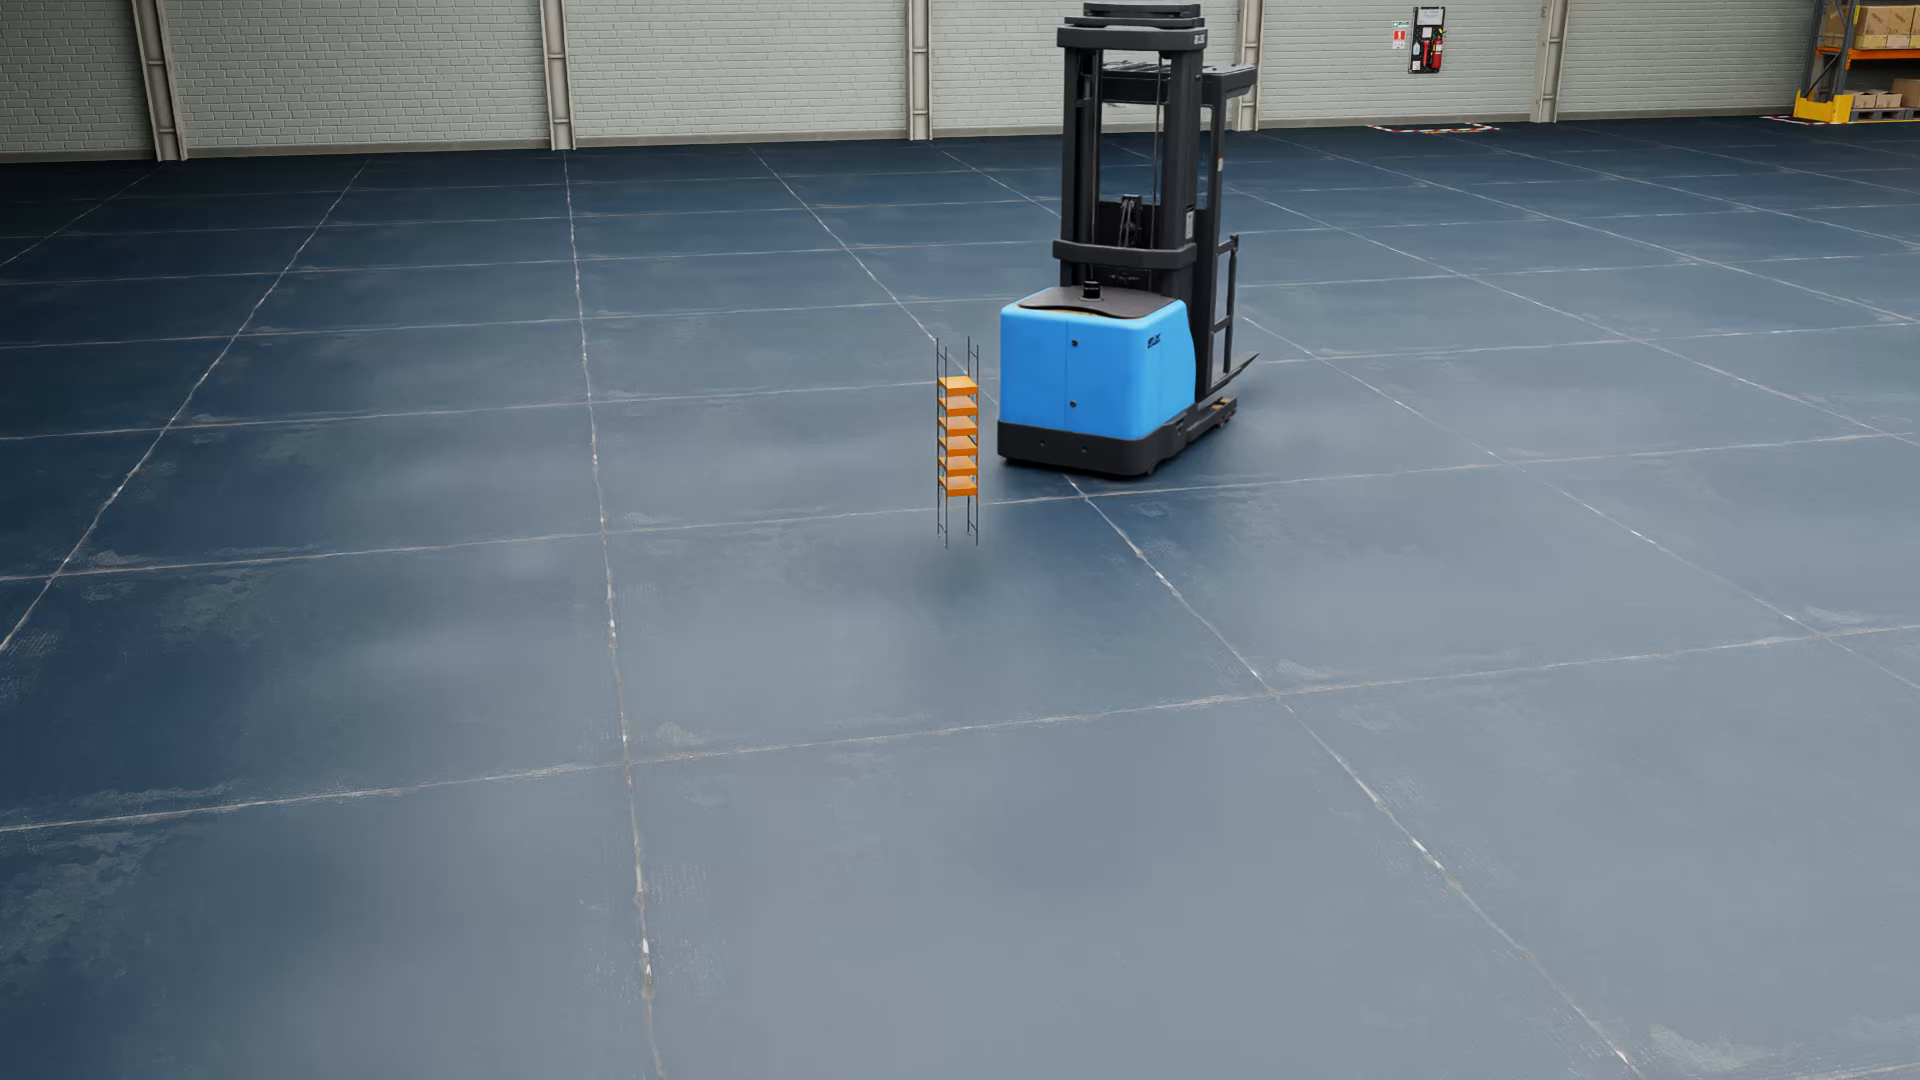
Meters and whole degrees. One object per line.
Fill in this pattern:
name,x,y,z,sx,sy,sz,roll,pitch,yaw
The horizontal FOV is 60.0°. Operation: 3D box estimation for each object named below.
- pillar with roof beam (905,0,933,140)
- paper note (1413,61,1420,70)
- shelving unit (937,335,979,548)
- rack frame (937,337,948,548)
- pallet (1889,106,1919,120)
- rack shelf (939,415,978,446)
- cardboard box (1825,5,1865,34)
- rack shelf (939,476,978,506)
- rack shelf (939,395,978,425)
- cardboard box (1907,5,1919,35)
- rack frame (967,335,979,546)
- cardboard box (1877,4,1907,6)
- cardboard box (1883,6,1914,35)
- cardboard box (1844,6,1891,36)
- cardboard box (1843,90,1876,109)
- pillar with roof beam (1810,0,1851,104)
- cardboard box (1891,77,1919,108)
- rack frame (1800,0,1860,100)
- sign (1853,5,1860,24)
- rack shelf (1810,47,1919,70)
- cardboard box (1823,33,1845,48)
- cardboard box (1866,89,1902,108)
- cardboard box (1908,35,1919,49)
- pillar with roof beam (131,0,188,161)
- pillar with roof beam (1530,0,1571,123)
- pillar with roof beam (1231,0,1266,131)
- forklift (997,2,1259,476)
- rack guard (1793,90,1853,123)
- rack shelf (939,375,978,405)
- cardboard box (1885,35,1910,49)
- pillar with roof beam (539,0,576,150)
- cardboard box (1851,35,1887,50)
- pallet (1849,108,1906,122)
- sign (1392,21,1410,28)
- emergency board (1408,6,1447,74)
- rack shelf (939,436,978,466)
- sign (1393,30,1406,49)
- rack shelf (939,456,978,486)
pillar with roof beam,0.289,-9.719,23.264,0.400,9.000,9.100,-5,21,-12
paper note,8.374,-8.706,30.500,0.142,0.148,0.016,-5,21,-12
shelving unit,-0.014,-0.562,9.605,0.189,1.200,0.258,-5,21,-12
rack frame,-0.103,-0.555,9.585,0.006,1.200,0.240,-5,21,-12
pallet,18.391,-8.267,32.077,1.213,0.211,1.003,-5,21,-12
rack shelf,-0.014,-0.633,9.579,0.180,0.103,0.258,-5,21,-12
cardboard box,16.743,-9.822,31.367,0.500,0.500,0.500,-5,21,-13
rack shelf,-0.014,-0.295,9.703,0.180,0.103,0.258,-5,21,-12
rack shelf,-0.014,-0.746,9.538,0.180,0.103,0.258,-5,21,-12
cardboard box,17.854,-9.726,31.103,0.500,0.500,0.500,-5,21,-14
rack frame,0.075,-0.569,9.625,0.006,1.200,0.240,-5,21,-12
cardboard box,17.737,-9.901,31.582,0.500,0.500,0.500,-5,21,-14
cardboard box,17.350,-9.687,30.997,0.500,0.500,0.500,-5,21,-12
cardboard box,16.867,-9.651,30.899,0.500,0.500,0.500,-5,21,-12
cardboard box,17.027,-8.392,31.631,0.500,0.311,0.500,-7,21,-19
pillar with roof beam,17.806,-11.144,27.153,0.400,9.000,9.100,-5,21,-12
cardboard box,18.307,-8.567,31.835,0.500,0.500,0.700,-6,21,-16
rack frame,16.333,-9.423,31.177,0.127,3.000,1.000,-5,21,-12
sign,16.458,-9.648,30.533,0.005,0.325,0.100,-5,21,-12
rack shelf,18.279,-9.243,31.733,4.000,0.370,1.077,-5,21,-12
cardboard box,16.743,-9.464,31.478,0.500,0.250,0.500,-4,21,-12
cardboard box,17.582,-8.437,31.755,0.500,0.311,0.500,-3,20,-8
cardboard box,17.880,-9.378,31.245,0.500,0.250,0.500,-5,21,-13
pillar with roof beam,-11.389,-8.769,20.671,0.400,9.000,9.100,-5,21,-12
pillar with roof beam,11.967,-10.669,25.857,0.400,9.000,9.100,-5,21,-12
pillar with roof beam,6.128,-10.194,24.560,0.400,9.000,9.100,-5,21,-12
forklift,1.380,-2.256,11.711,1.130,2.935,3.031,10,22,26
rack guard,16.407,-8.255,31.624,0.348,0.500,1.175,-5,21,-12
rack shelf,-0.014,-0.859,9.497,0.180,0.103,0.258,-5,21,-12
cardboard box,17.383,-9.340,31.140,0.500,0.250,0.500,-5,21,-14
pillar with roof beam,-5.550,-9.244,21.968,0.400,9.000,9.100,-5,21,-12
cardboard box,16.881,-9.294,31.015,0.500,0.250,0.500,-5,21,-14
pallet,17.206,-8.172,31.817,1.213,0.211,1.003,-5,21,-12
sign,8.007,-9.364,30.194,0.331,0.109,0.001,-5,21,-12
emergency board,8.562,-9.110,30.323,0.643,1.169,0.194,-5,21,-12
rack shelf,-0.014,-0.521,9.620,0.180,0.103,0.258,-5,21,-12
sign,8.001,-9.118,30.292,0.234,0.329,0.001,-5,21,-12
rack shelf,-0.014,-0.408,9.662,0.180,0.103,0.258,-5,21,-12
